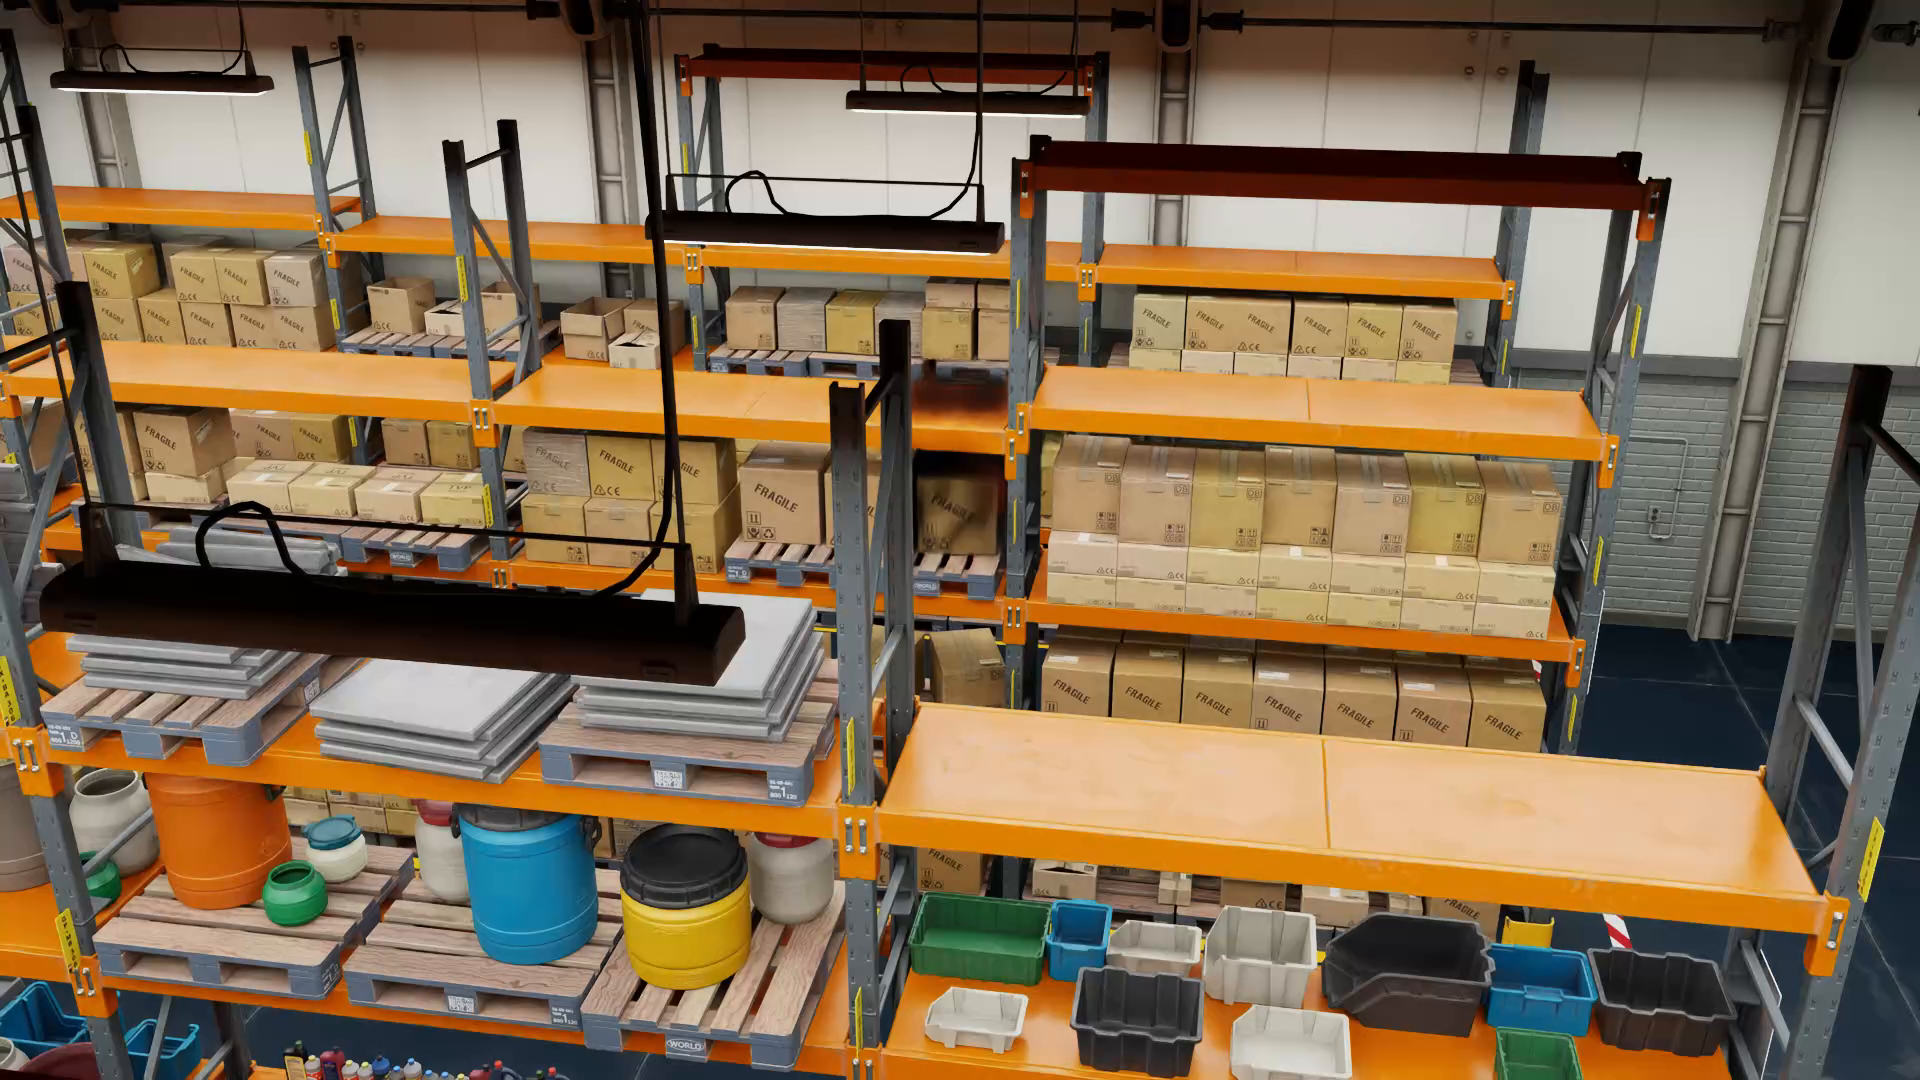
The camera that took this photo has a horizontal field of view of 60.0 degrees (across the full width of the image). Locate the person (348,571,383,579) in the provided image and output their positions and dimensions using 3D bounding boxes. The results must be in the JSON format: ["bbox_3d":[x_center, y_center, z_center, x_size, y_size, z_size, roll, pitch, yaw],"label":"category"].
[{"bbox_3d":[-6.257,0.429,17.332,0.507,1.743,0.332,3,23,7],"label":"person"}]
